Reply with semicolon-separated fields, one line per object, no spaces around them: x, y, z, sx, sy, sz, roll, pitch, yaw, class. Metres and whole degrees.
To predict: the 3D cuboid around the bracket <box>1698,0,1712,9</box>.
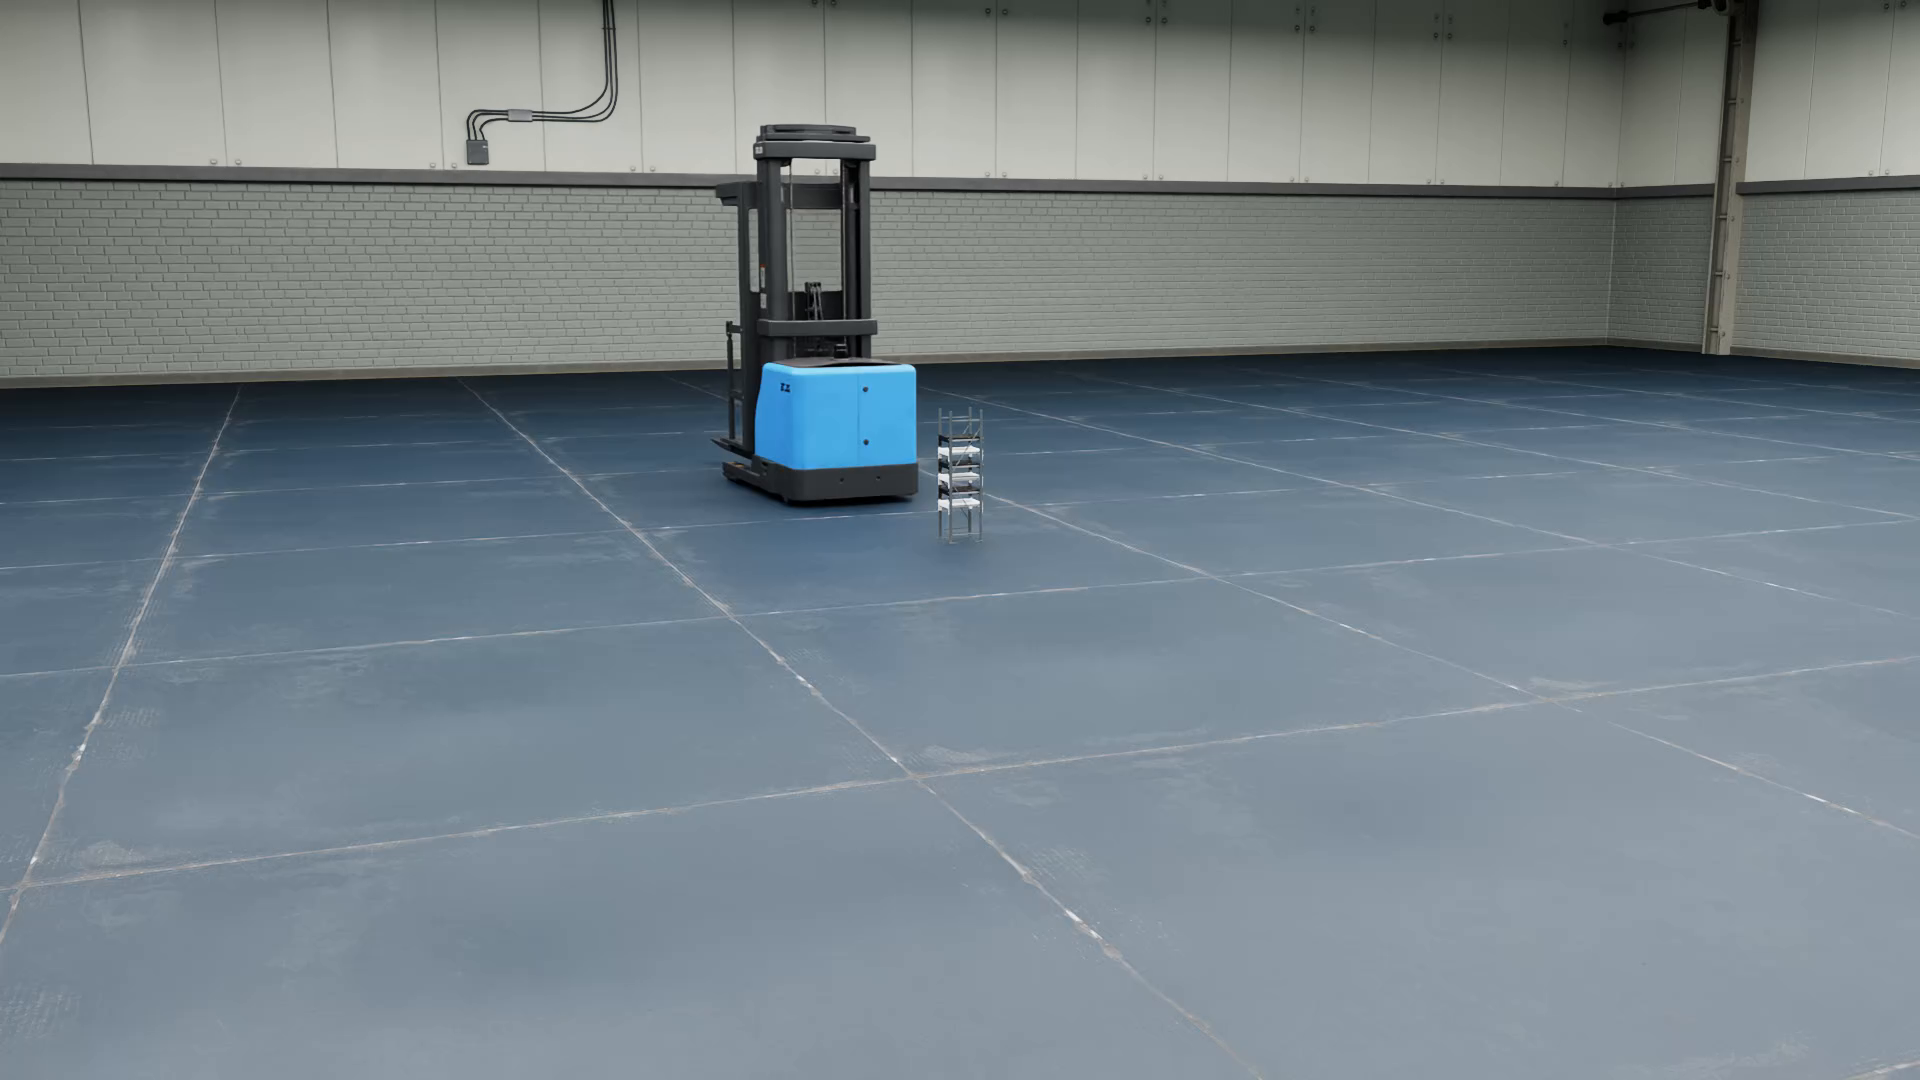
13.506;-9.687;29.907;0.235;0.232;0.430;-4;11;-21;bracket

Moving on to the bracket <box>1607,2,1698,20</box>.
12.861;-9.978;31.540;0.076;0.066;3.189;-4;11;-21;bracket

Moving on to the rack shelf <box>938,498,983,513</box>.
0.003;-0.232;11.371;0.258;0.077;0.200;-4;11;-21;rack shelf

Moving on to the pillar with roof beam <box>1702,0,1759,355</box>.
9.975;-7.597;28.432;9.100;9.000;0.548;-4;11;-21;pillar with roof beam

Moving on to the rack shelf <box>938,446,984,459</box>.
0.003;-0.586;11.308;0.258;0.077;0.200;-4;11;-21;rack shelf

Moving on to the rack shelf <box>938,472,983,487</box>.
0.003;-0.409;11.340;0.258;0.077;0.200;-4;11;-21;rack shelf

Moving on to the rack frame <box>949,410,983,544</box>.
0.040;-0.425;11.241;0.240;0.900;0.006;-4;11;-21;rack frame

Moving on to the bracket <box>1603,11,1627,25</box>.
12.647;-10.074;32.082;0.235;0.232;0.430;-4;11;-21;bracket

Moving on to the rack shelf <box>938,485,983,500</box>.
0.003;-0.320;11.355;0.258;0.077;0.200;-4;11;-21;rack shelf

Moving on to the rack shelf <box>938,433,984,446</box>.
0.003;-0.675;11.292;0.258;0.077;0.200;-4;11;-21;rack shelf

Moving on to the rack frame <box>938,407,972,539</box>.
-0.034;-0.458;11.427;0.240;0.900;0.006;-4;11;-21;rack frame

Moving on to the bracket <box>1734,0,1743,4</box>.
13.807;-9.552;29.145;0.235;0.232;0.430;-4;11;-21;bracket

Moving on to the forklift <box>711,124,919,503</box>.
-1.387;-1.944;13.981;1.130;2.935;3.031;-4;11;-24;forklift

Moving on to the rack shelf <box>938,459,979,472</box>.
0.003;-0.498;11.324;0.258;0.077;0.200;-4;11;-21;rack shelf

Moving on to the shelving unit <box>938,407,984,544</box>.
0.003;-0.442;11.334;0.258;0.900;0.210;-4;11;-21;shelving unit

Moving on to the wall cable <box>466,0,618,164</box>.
-6.353;-8.710;24.979;2.305;6.003;0.169;-4;11;-21;wall cable
